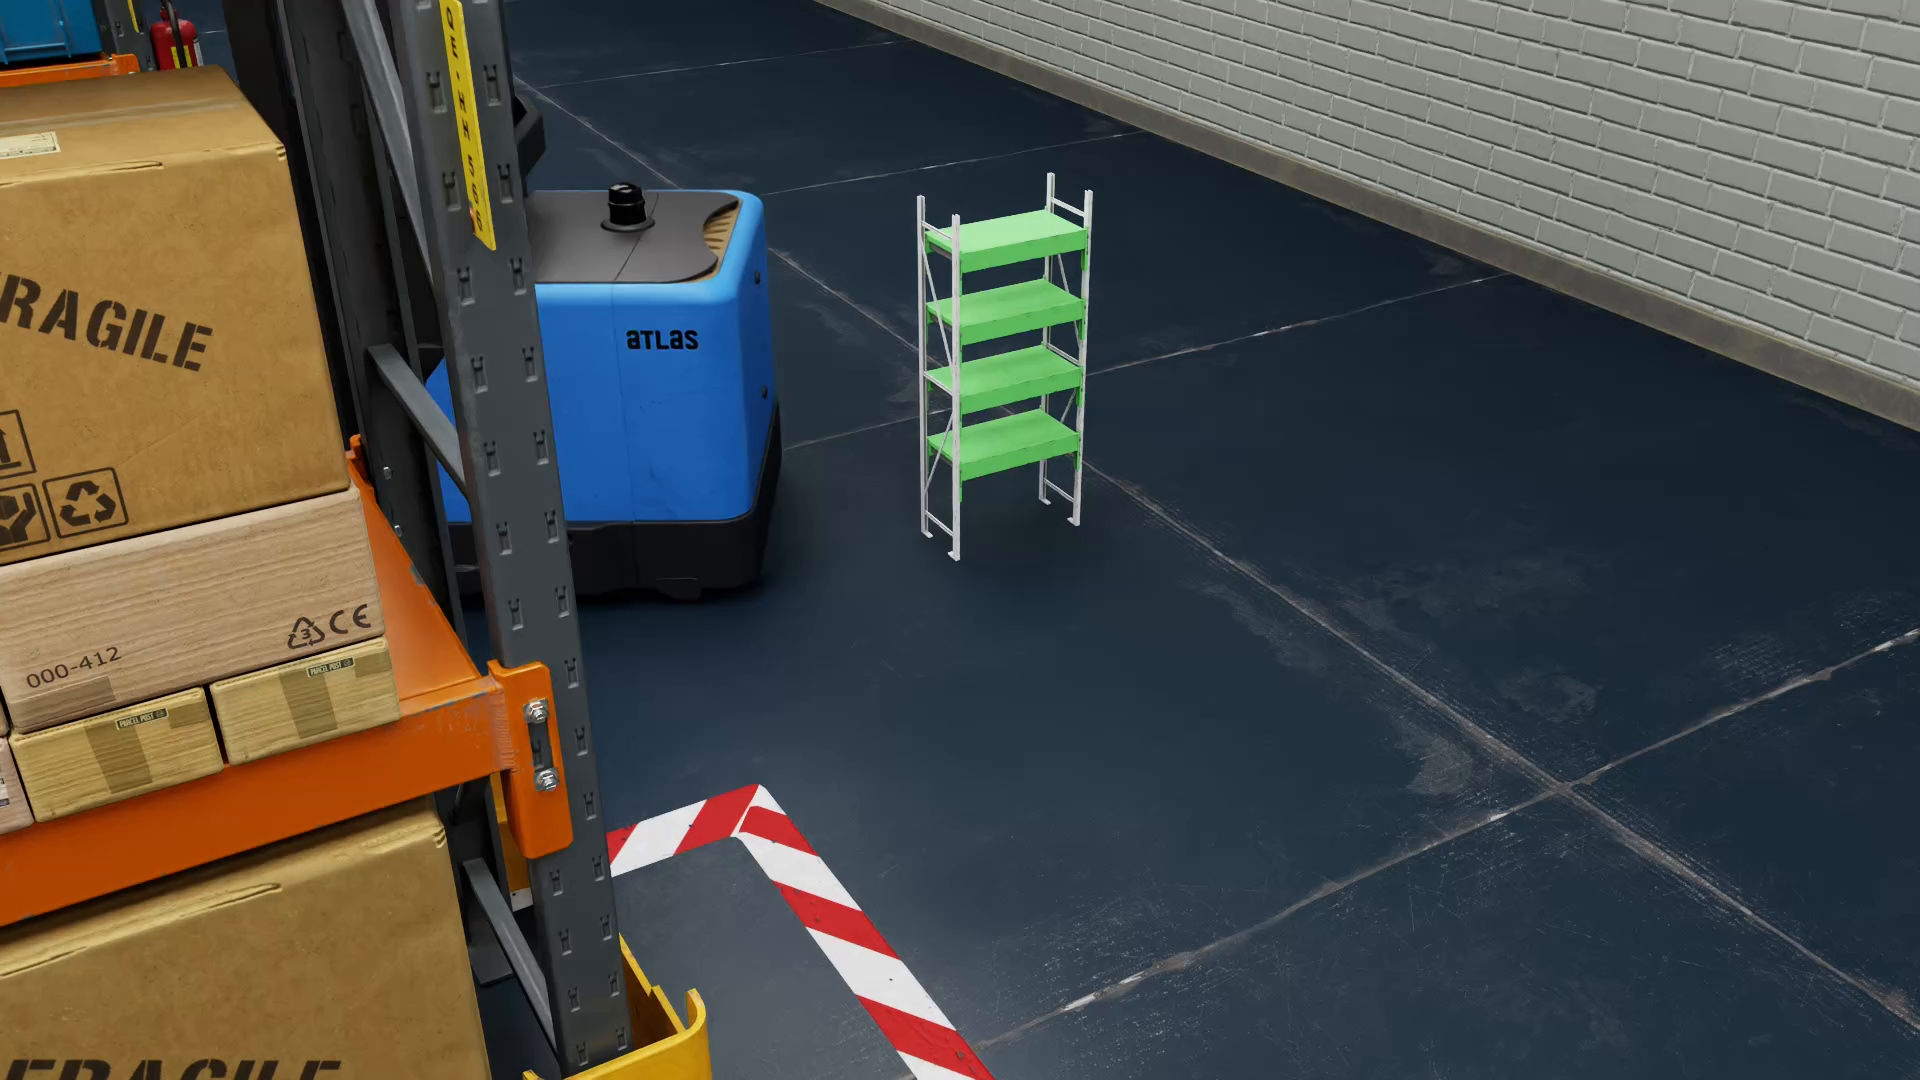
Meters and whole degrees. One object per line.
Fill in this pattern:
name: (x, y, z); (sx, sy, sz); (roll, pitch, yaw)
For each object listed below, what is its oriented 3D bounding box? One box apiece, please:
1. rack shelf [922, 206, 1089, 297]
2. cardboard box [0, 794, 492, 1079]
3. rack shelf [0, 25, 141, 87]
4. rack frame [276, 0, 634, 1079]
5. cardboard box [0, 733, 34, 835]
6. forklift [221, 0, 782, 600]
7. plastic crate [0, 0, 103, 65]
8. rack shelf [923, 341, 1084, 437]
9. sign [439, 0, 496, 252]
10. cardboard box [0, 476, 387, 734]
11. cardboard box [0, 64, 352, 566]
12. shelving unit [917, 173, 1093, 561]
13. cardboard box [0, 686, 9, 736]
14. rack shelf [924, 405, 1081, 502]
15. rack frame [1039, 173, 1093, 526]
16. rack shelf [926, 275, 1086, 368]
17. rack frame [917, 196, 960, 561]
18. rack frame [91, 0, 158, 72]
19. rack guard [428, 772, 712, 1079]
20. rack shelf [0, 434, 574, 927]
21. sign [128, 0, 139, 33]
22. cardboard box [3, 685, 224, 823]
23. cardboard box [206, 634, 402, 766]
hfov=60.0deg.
rack shelf: (0.143, -0.930, 5.332); (0.480, 0.148, 0.258); (-16, 33, -26)
cardboard box: (-1.427, 0.766, 3.022); (0.875, 0.875, 0.875); (-16, 33, -26)
rack shelf: (-5.149, -1.429, 5.980); (4.000, 0.370, 1.077); (-16, 33, -26)
rack frame: (-0.916, -0.171, 2.955); (0.127, 3.000, 1.000); (-16, 33, -26)
cardboard box: (-1.497, 0.289, 2.381); (0.250, 0.149, 0.380); (-16, 33, -26)
forklift: (-2.168, -1.312, 5.094); (3.031, 2.935, 1.130); (0, 29, 0)
plastic crate: (-3.619, -2.116, 6.381); (0.499, 0.435, 0.616); (-16, 33, -26)
rack shelf: (0.143, -0.510, 5.564); (0.480, 0.148, 0.258); (-16, 33, -26)
sign: (-0.653, -0.552, 2.202); (0.005, 0.325, 0.100); (-16, 33, -26)
cardboard box: (-1.199, -0.006, 2.504); (0.500, 0.250, 0.500); (-16, 33, -27)
cardboard box: (-1.203, -0.335, 2.323); (0.500, 0.500, 0.500); (-15, 32, -26)
shelving unit: (0.143, -0.566, 5.534); (0.503, 1.200, 0.258); (-16, 33, -26)
cardboard box: (-1.637, 0.118, 2.279); (0.500, 0.250, 0.500); (-16, 33, -27)
rack shelf: (0.143, -0.300, 5.680); (0.480, 0.148, 0.258); (-16, 33, -26)
rack frame: (0.353, -0.626, 5.642); (0.015, 1.200, 0.240); (-16, 33, -26)
rack shelf: (0.143, -0.720, 5.448); (0.480, 0.148, 0.258); (-16, 33, -26)
rack frame: (-0.068, -0.506, 5.425); (0.015, 1.200, 0.240); (-16, 33, -26)
rack frame: (-3.425, -2.234, 6.693); (0.127, 3.000, 1.000); (-16, 33, -26)
rack guard: (-0.895, 0.918, 3.569); (0.348, 0.500, 1.175); (-16, 33, -26)
rack shelf: (-2.640, 0.634, 2.241); (4.000, 0.370, 1.077); (-16, 33, -26)
sign: (-3.132, -2.080, 6.246); (0.005, 0.325, 0.100); (-16, 33, -26)
cardboard box: (-1.279, 0.228, 2.492); (0.250, 0.149, 0.380); (-15, 32, -26)
cardboard box: (-1.056, 0.164, 2.609); (0.250, 0.149, 0.380); (-15, 32, -25)
